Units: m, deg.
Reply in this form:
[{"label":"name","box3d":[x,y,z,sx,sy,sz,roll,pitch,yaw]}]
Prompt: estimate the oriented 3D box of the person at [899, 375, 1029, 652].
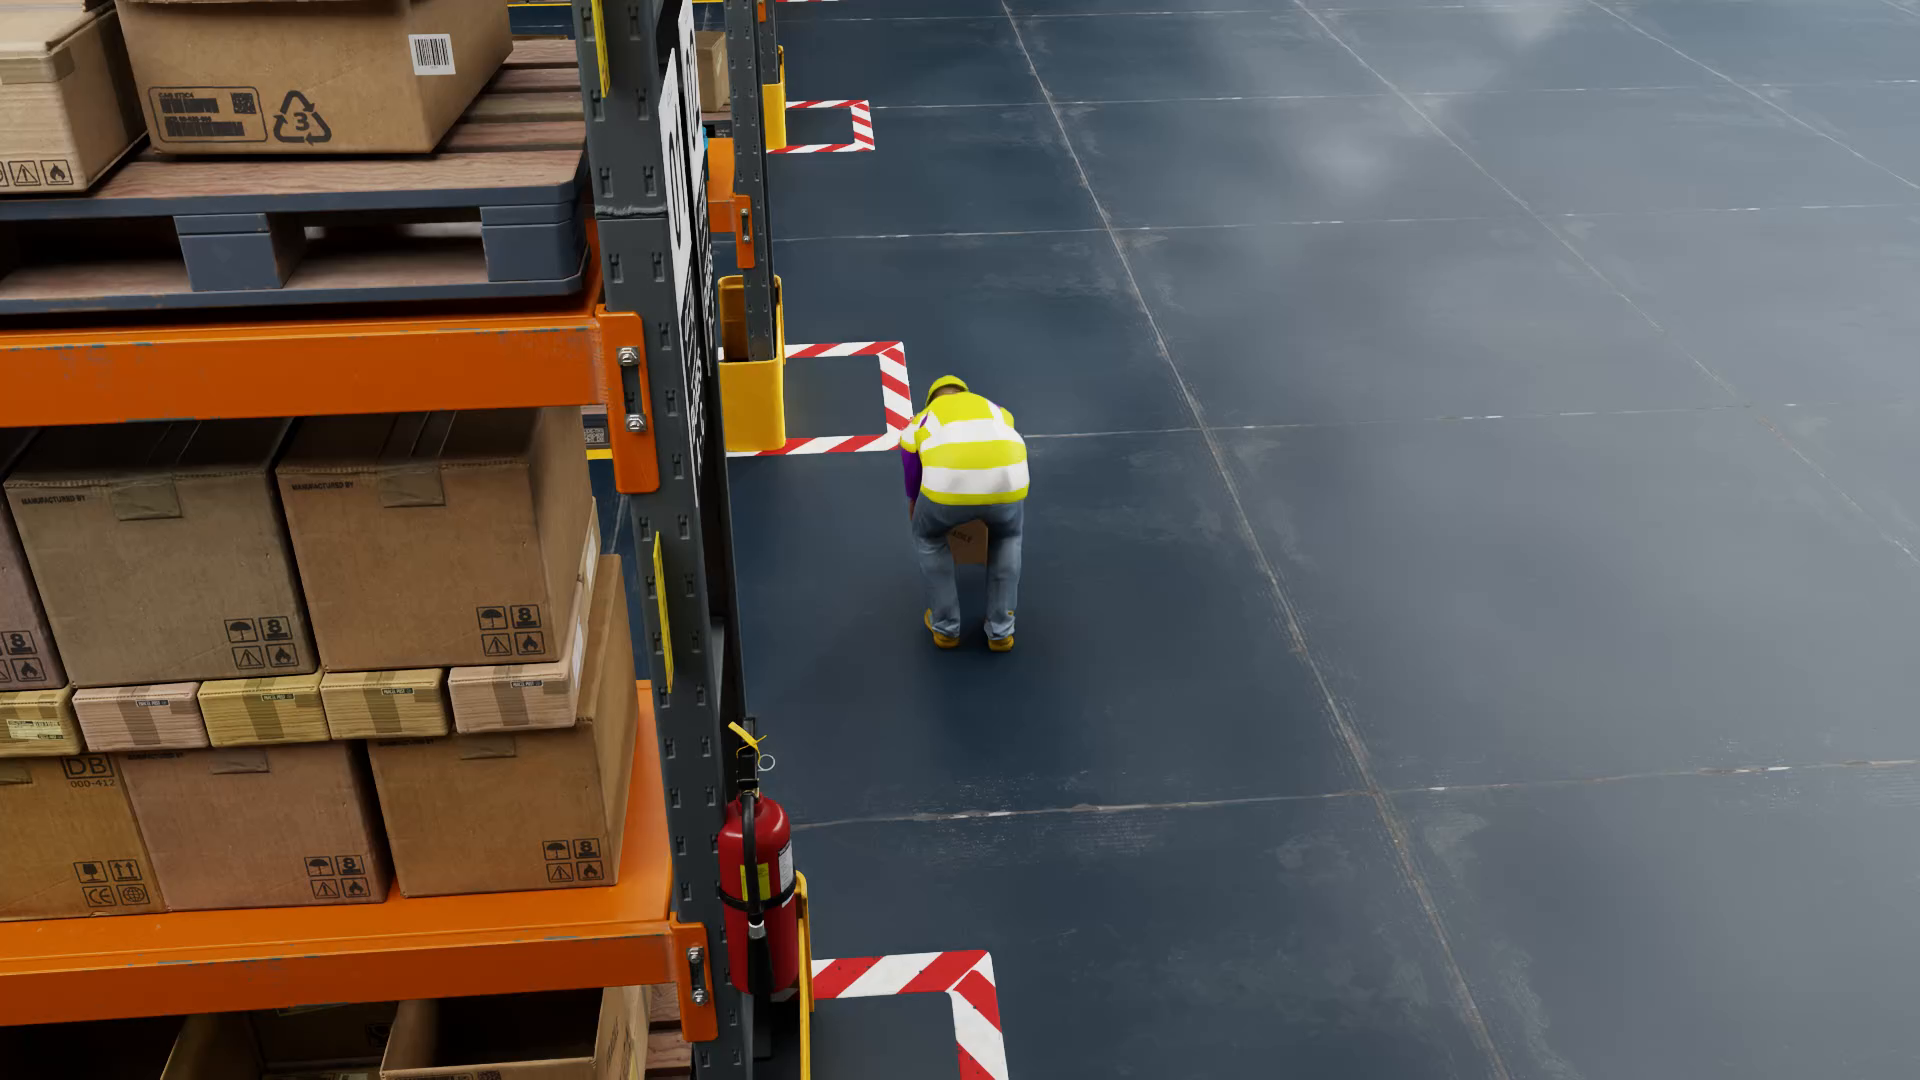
[{"label":"person","box3d":[0.004,-0.138,7.040,0.495,1.043,0.980,-4,31,-7]}]
